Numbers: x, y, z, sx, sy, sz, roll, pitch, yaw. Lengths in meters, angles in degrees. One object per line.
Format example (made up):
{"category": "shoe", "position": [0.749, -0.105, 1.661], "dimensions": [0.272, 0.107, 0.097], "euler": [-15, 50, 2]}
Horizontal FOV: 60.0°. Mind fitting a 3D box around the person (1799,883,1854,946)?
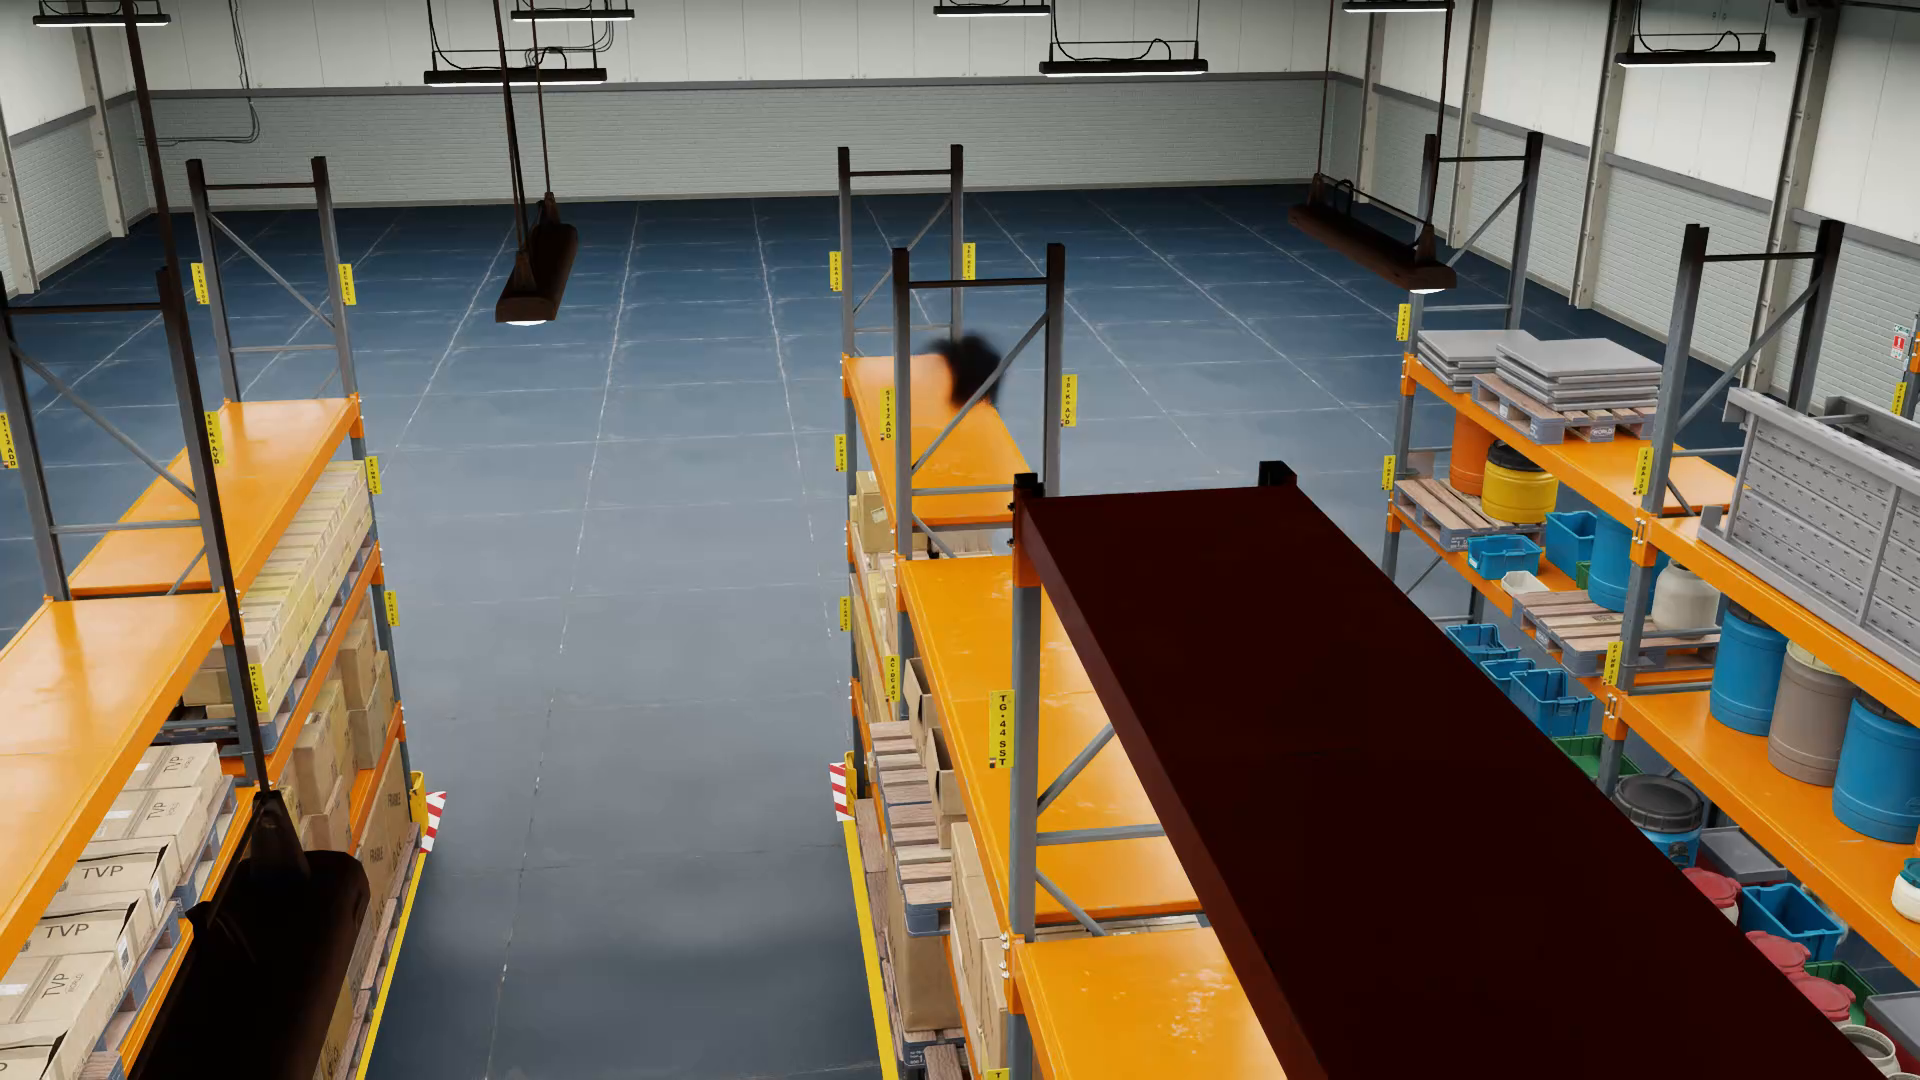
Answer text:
{"category": "person", "position": [6.383, 2.861, 12.313], "dimensions": [0.533, 1.545, 0.574], "euler": [0, 22, 1]}
